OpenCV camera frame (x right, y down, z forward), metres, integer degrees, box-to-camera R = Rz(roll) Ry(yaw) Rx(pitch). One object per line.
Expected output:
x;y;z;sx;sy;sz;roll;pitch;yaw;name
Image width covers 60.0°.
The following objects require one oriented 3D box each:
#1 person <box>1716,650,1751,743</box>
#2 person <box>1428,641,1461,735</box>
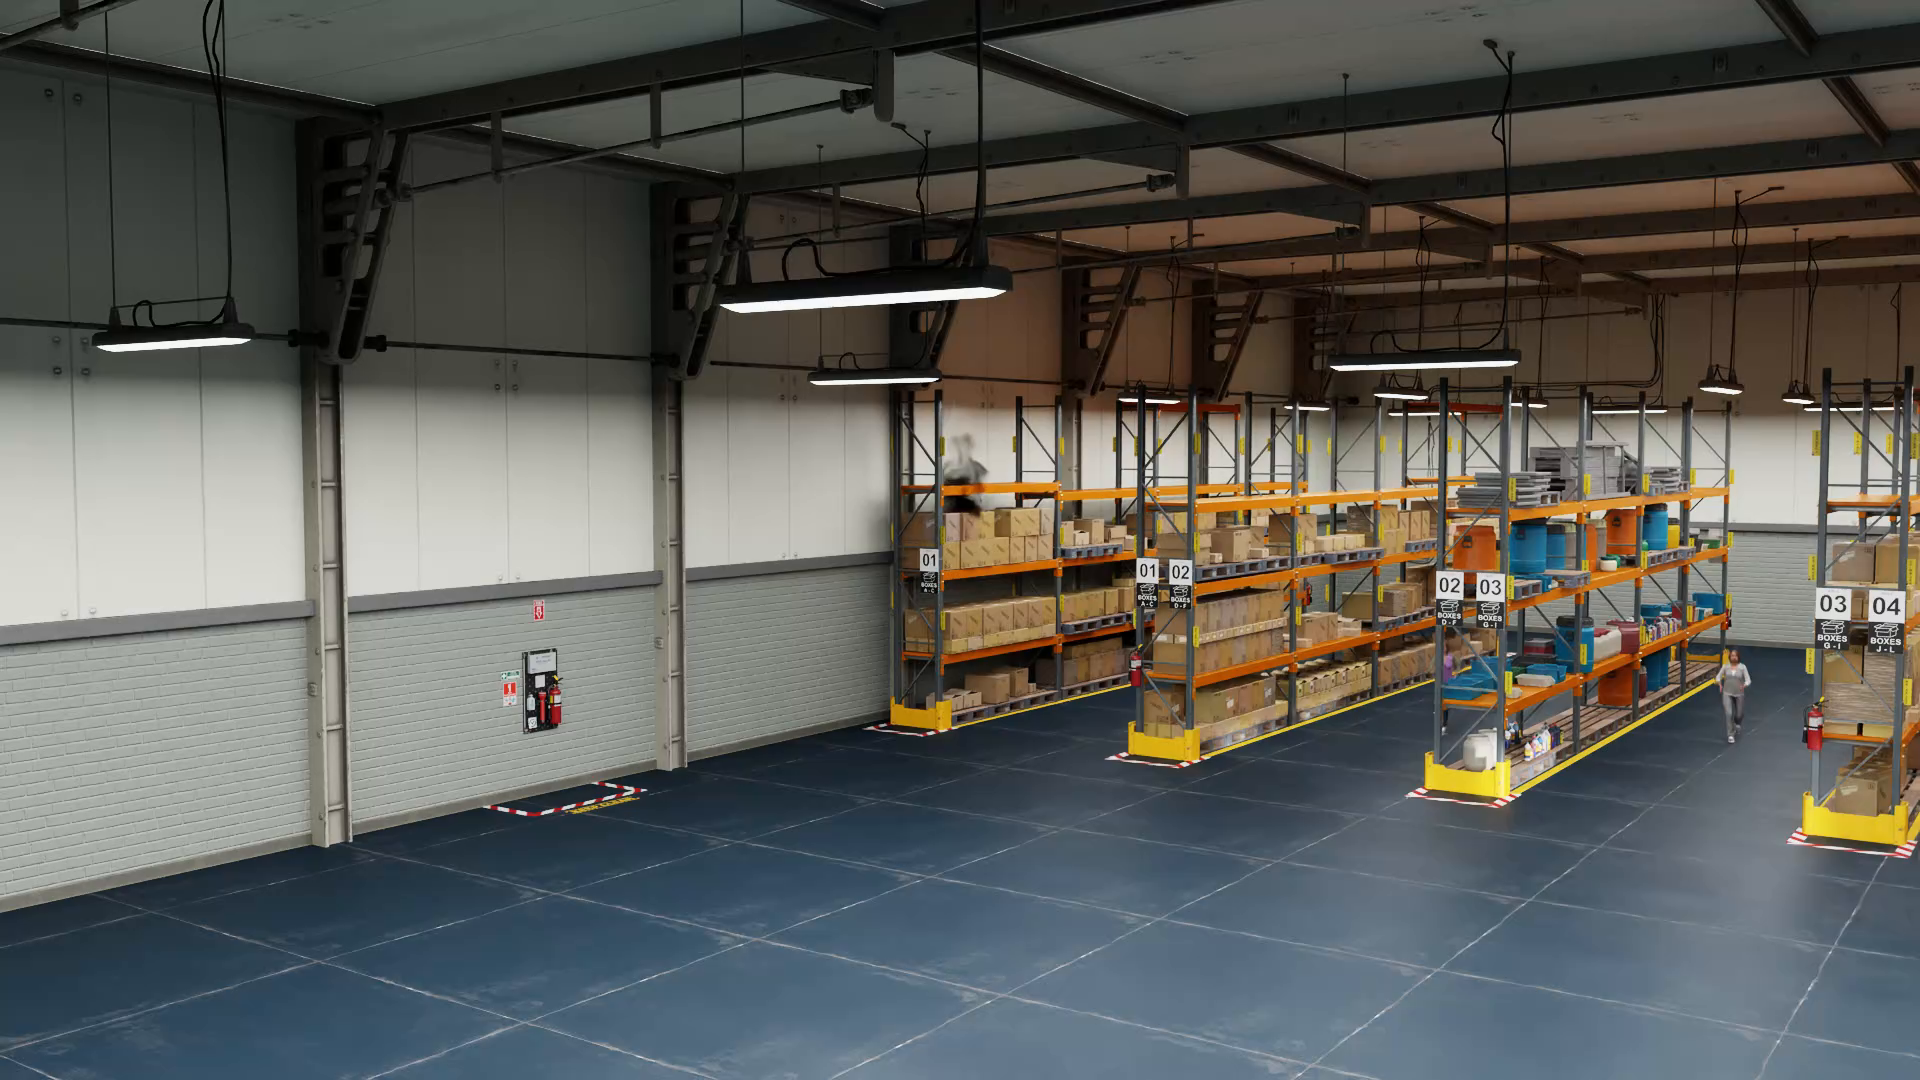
13.113;2.635;28.223;0.541;1.552;0.666;2;4;25;person
8.468;2.557;29.118;0.538;1.605;0.877;1;4;24;person
